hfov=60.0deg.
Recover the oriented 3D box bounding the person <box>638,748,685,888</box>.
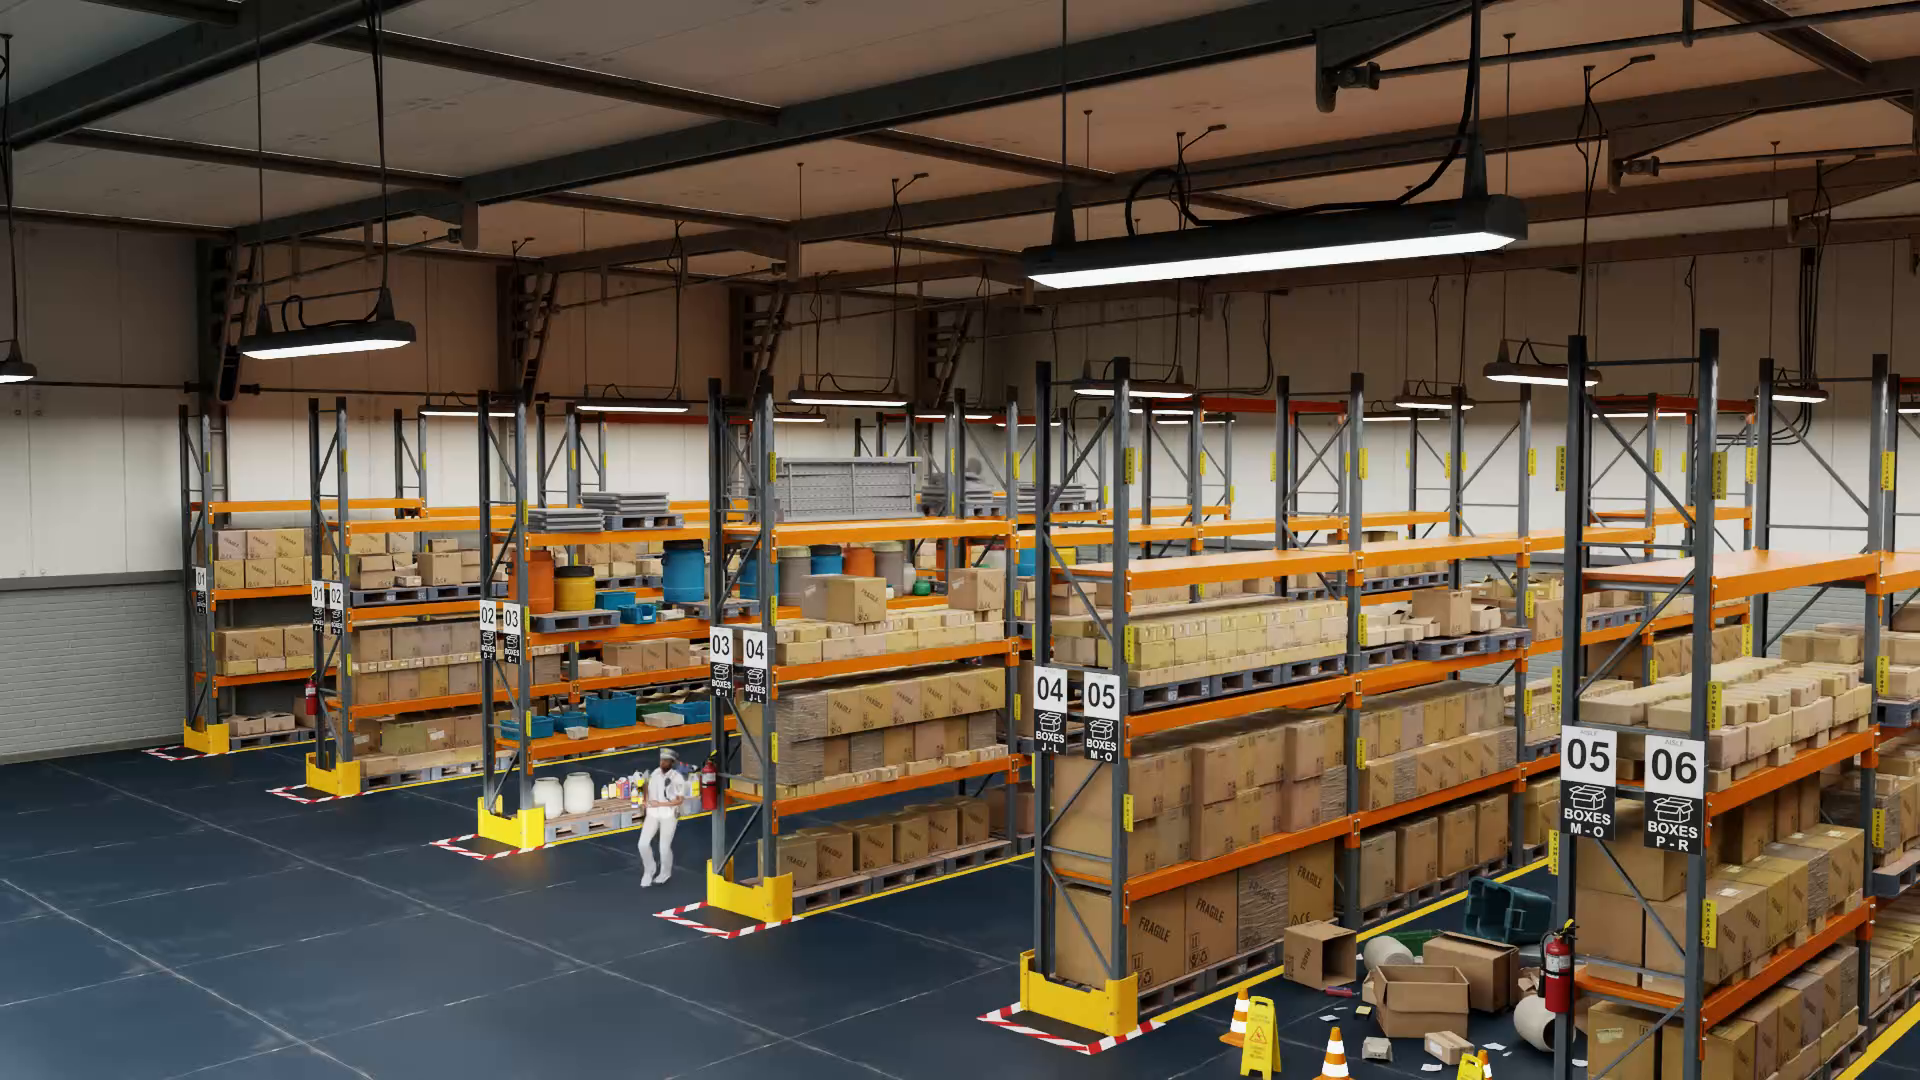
[{"bbox_3d":[-3.535,3.291,19.747,0.576,1.678,0.625,1,3,12],"label":"person"}]

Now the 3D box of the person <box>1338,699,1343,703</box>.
[{"bbox_3d":[5.398,3.077,23.023,0.690,1.795,0.845,3,4,41],"label":"person"}]
